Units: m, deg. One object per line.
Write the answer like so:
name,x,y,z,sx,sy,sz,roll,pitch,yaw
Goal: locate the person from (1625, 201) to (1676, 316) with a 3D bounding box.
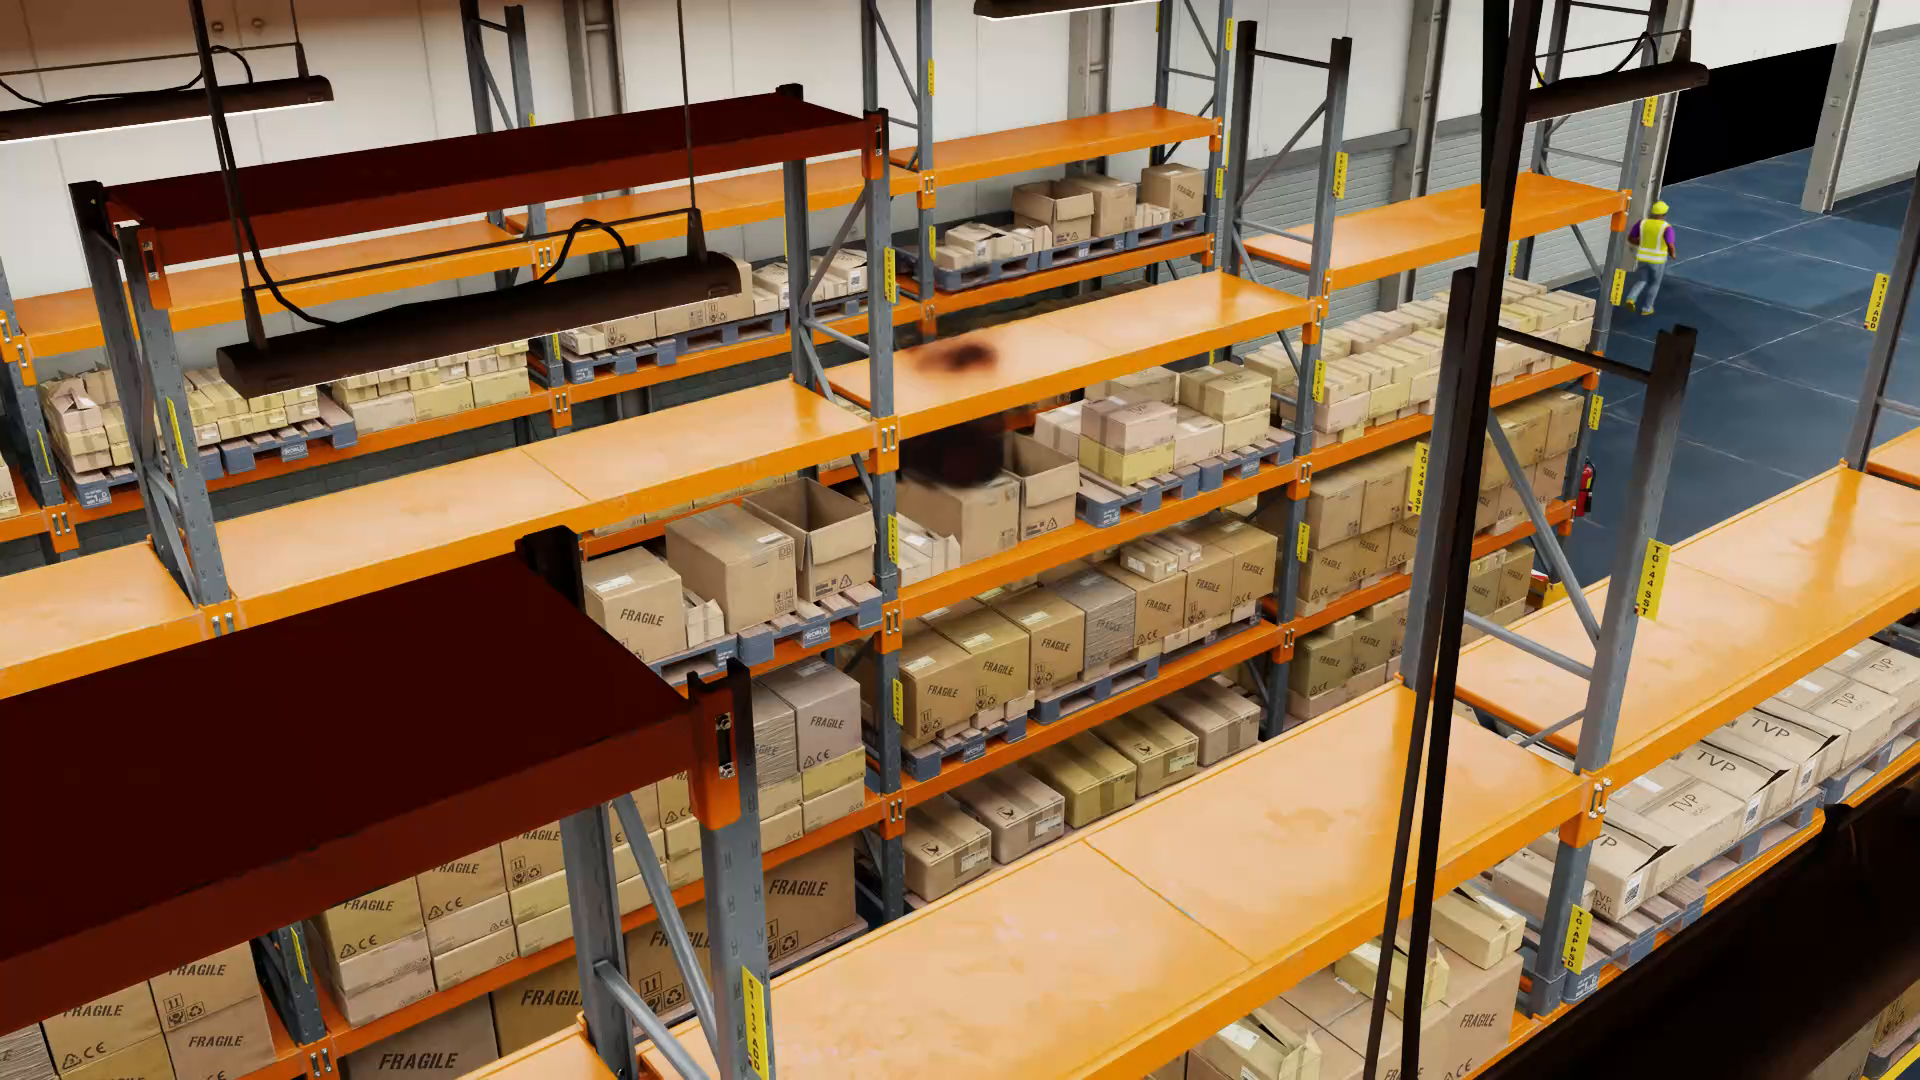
person,10.215,-4.148,24.611,0.715,1.741,0.730,-23,34,-38
